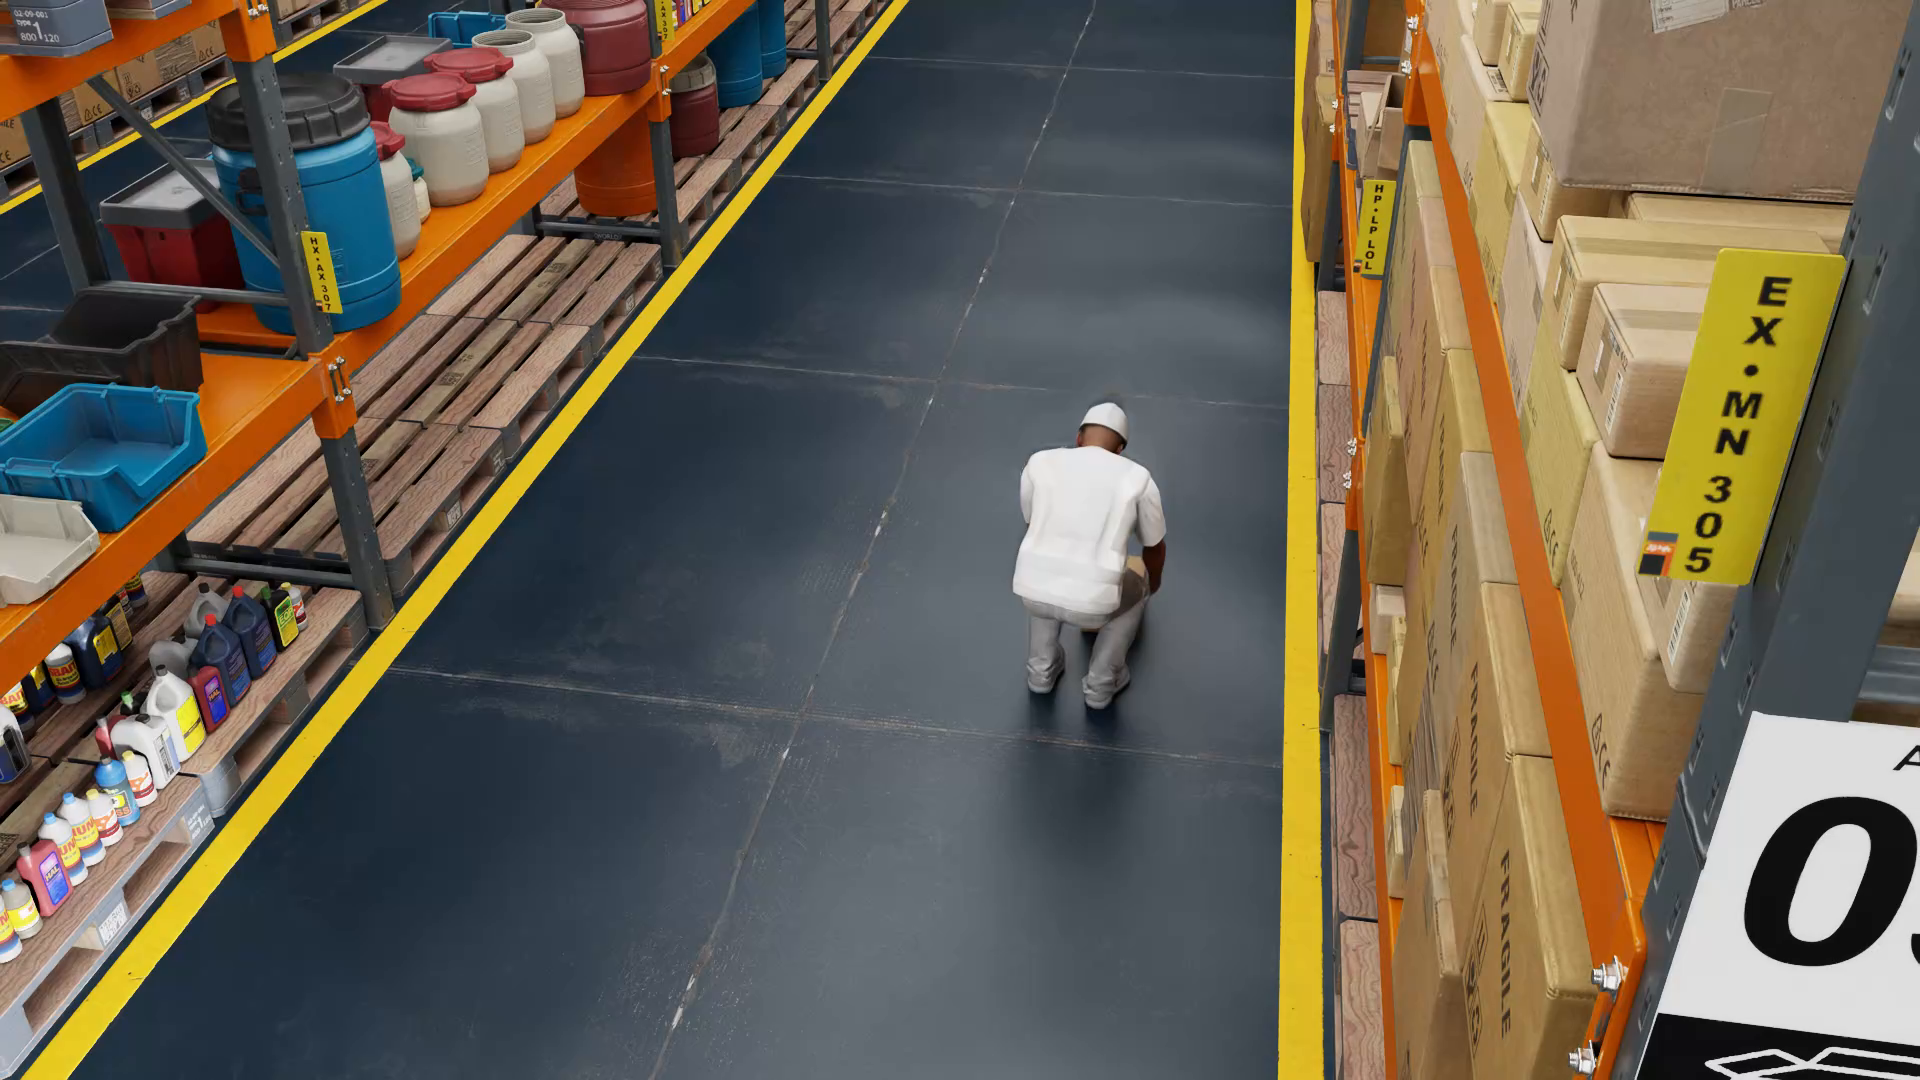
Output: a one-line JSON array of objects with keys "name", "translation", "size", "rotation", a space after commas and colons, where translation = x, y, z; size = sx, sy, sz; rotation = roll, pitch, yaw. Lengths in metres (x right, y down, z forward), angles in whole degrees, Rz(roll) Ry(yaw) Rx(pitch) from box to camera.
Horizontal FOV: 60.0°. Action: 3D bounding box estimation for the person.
[{"name": "person", "translation": [0.476, 0.071, 6.667], "size": [0.596, 1.062, 0.882], "rotation": [13, 34, 19]}]
